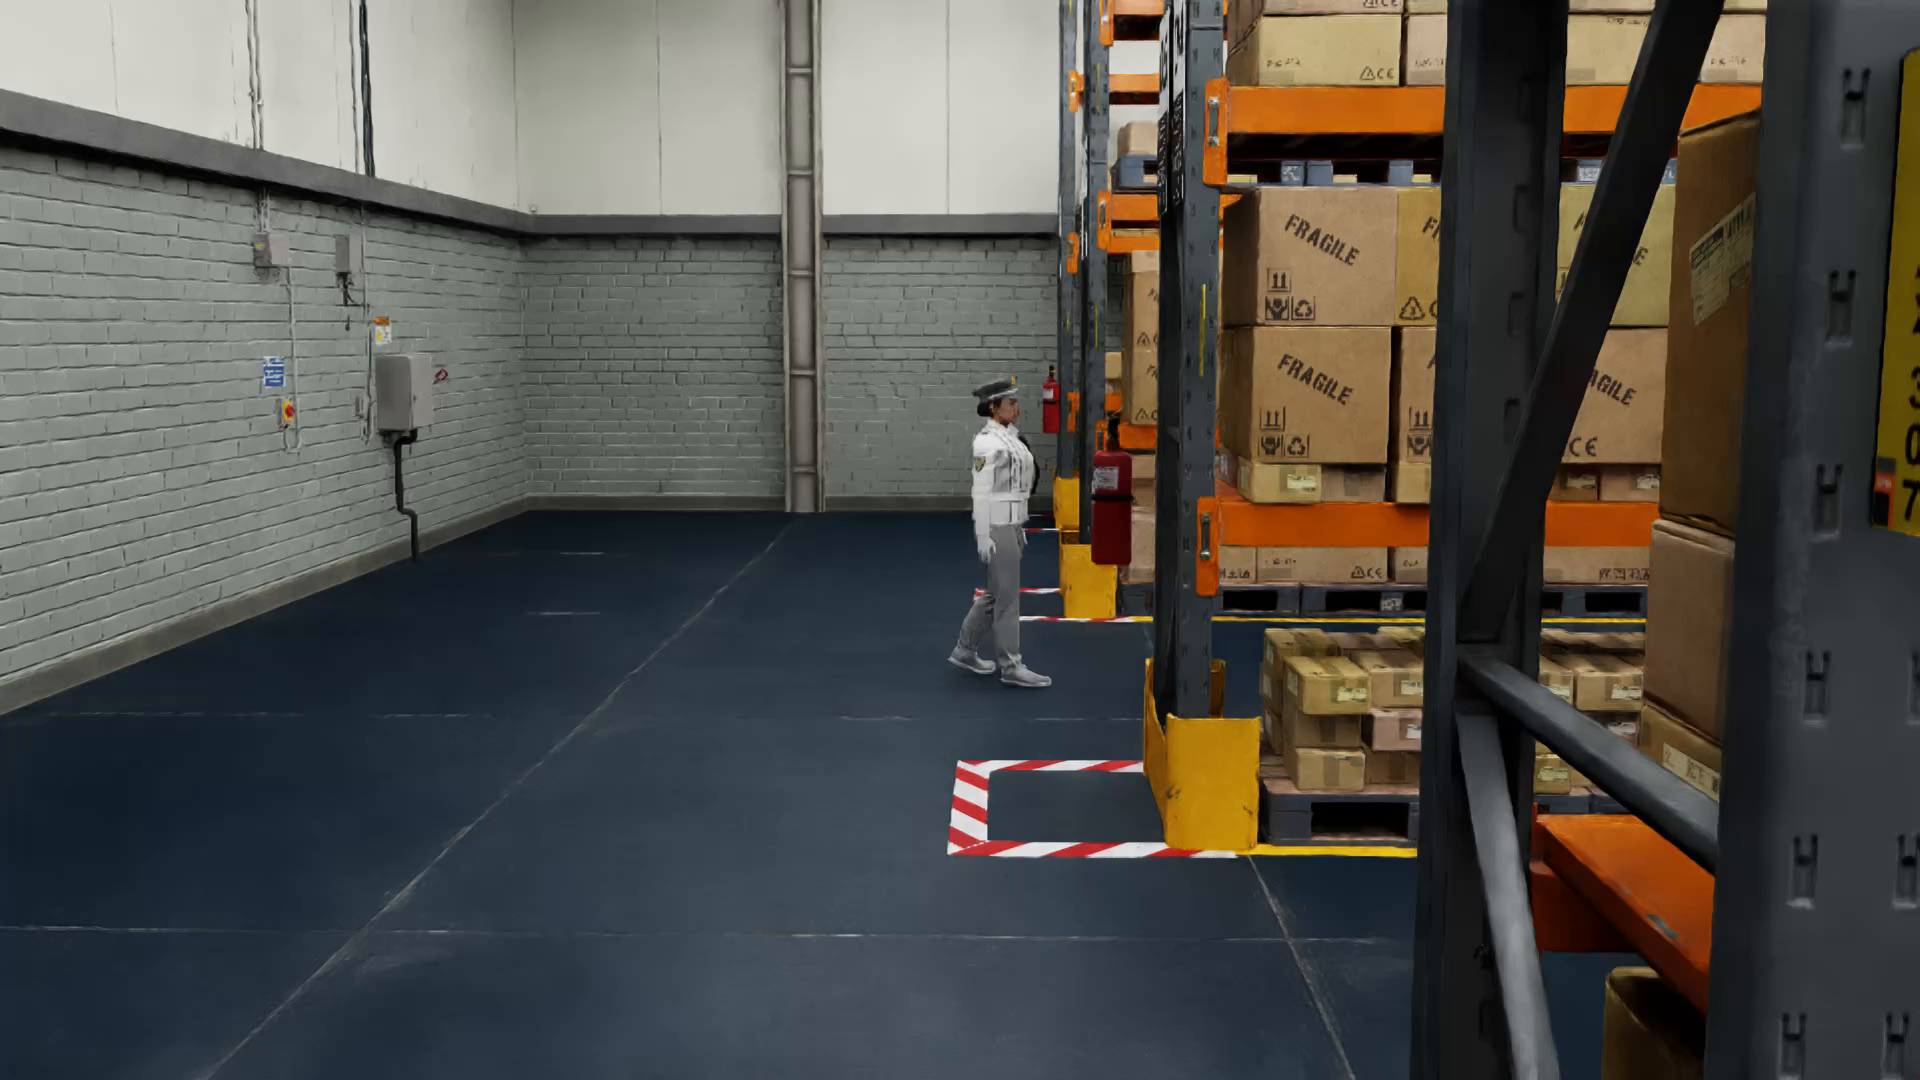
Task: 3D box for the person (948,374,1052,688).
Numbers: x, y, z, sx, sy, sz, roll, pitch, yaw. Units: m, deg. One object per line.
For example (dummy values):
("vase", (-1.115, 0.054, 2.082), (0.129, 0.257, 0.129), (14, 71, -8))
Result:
("person", (0.234, -0.061, 9.084), (0.598, 1.685, 0.494), (2, 8, 16))
